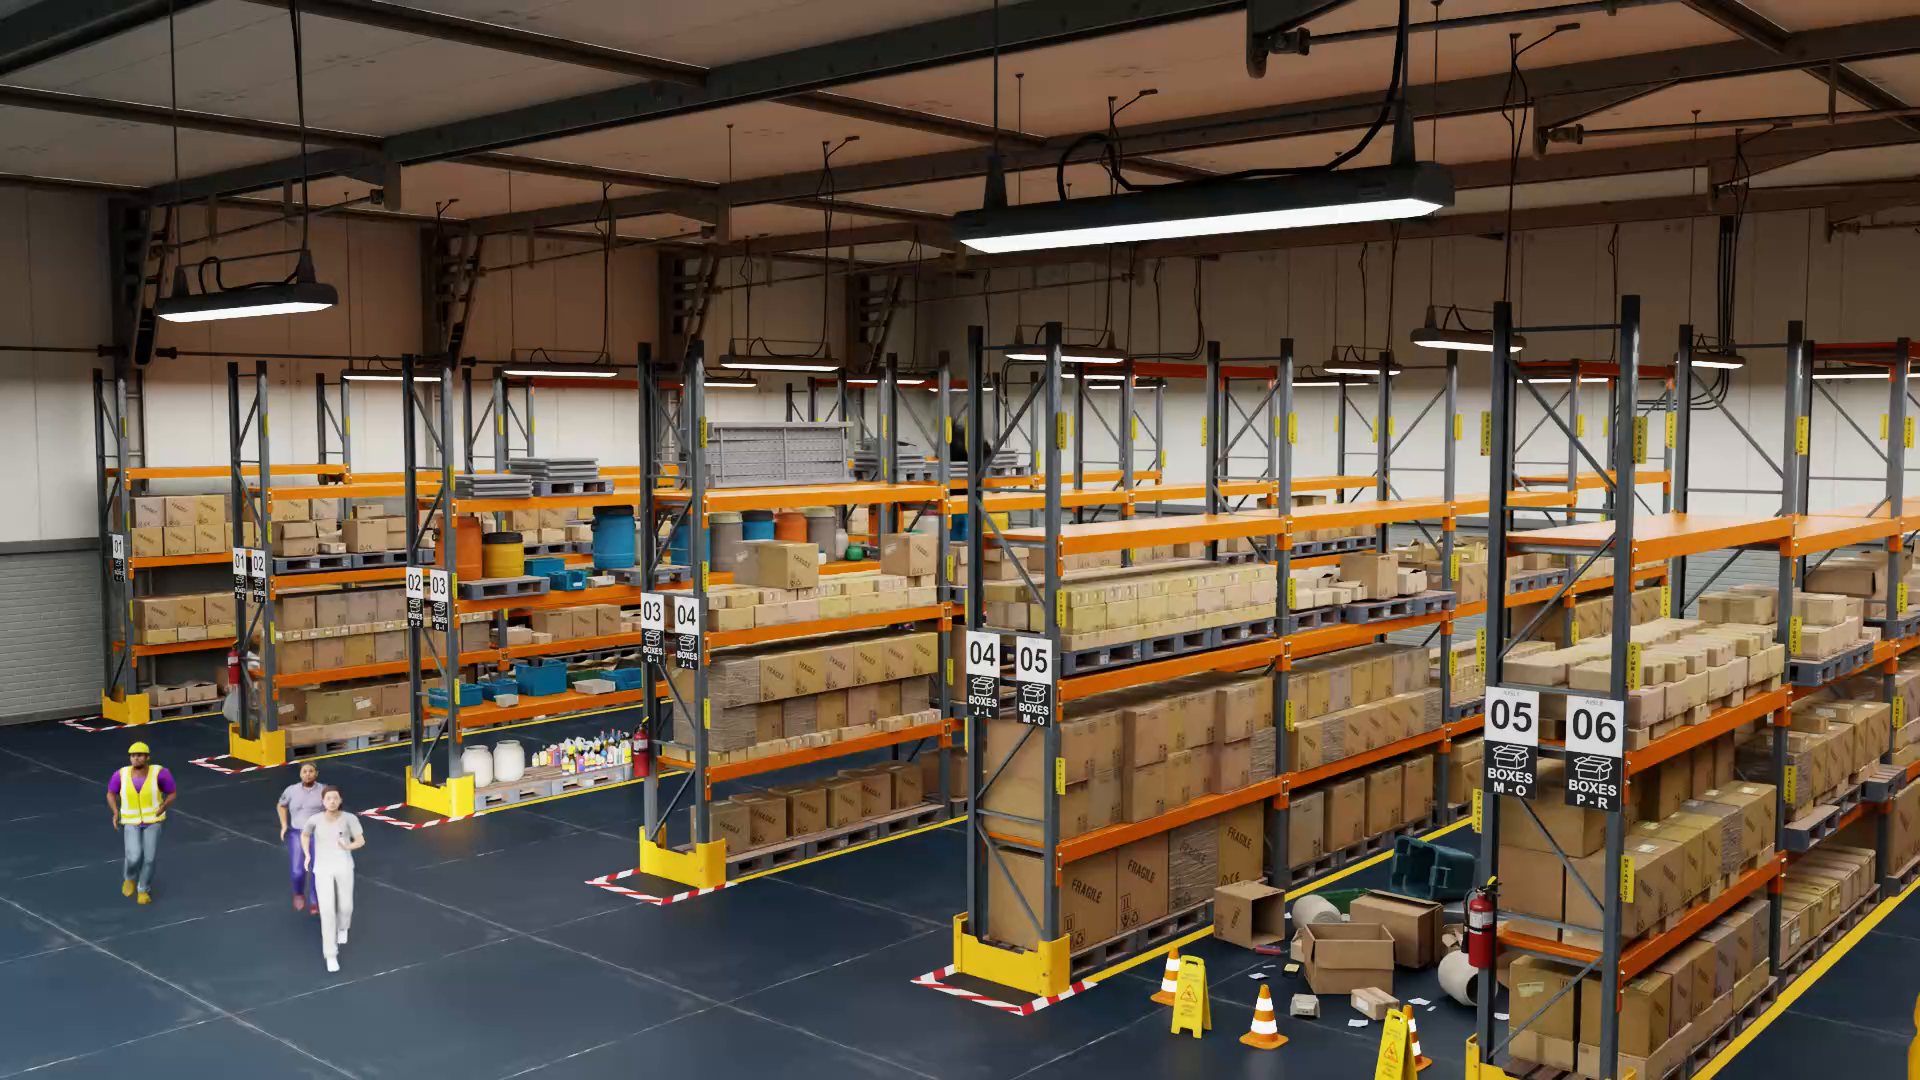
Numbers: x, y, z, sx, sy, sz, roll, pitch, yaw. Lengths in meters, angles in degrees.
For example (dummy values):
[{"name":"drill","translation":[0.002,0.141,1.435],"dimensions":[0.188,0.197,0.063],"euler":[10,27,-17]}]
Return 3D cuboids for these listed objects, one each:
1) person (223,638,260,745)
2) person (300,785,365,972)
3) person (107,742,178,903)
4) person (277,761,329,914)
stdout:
[{"name":"person","translation":[-11.342,2.364,26.328],"dimensions":[0.653,1.721,0.577],"euler":[3,5,33]},{"name":"person","translation":[-5.942,3.149,15.774],"dimensions":[0.565,1.646,0.970],"euler":[-2,5,-23]},{"name":"person","translation":[-8.662,2.973,17.624],"dimensions":[0.681,1.668,0.566],"euler":[-2,5,-24]},{"name":"person","translation":[-6.737,3.092,17.190],"dimensions":[0.592,1.609,0.583],"euler":[-2,4,-20]}]
